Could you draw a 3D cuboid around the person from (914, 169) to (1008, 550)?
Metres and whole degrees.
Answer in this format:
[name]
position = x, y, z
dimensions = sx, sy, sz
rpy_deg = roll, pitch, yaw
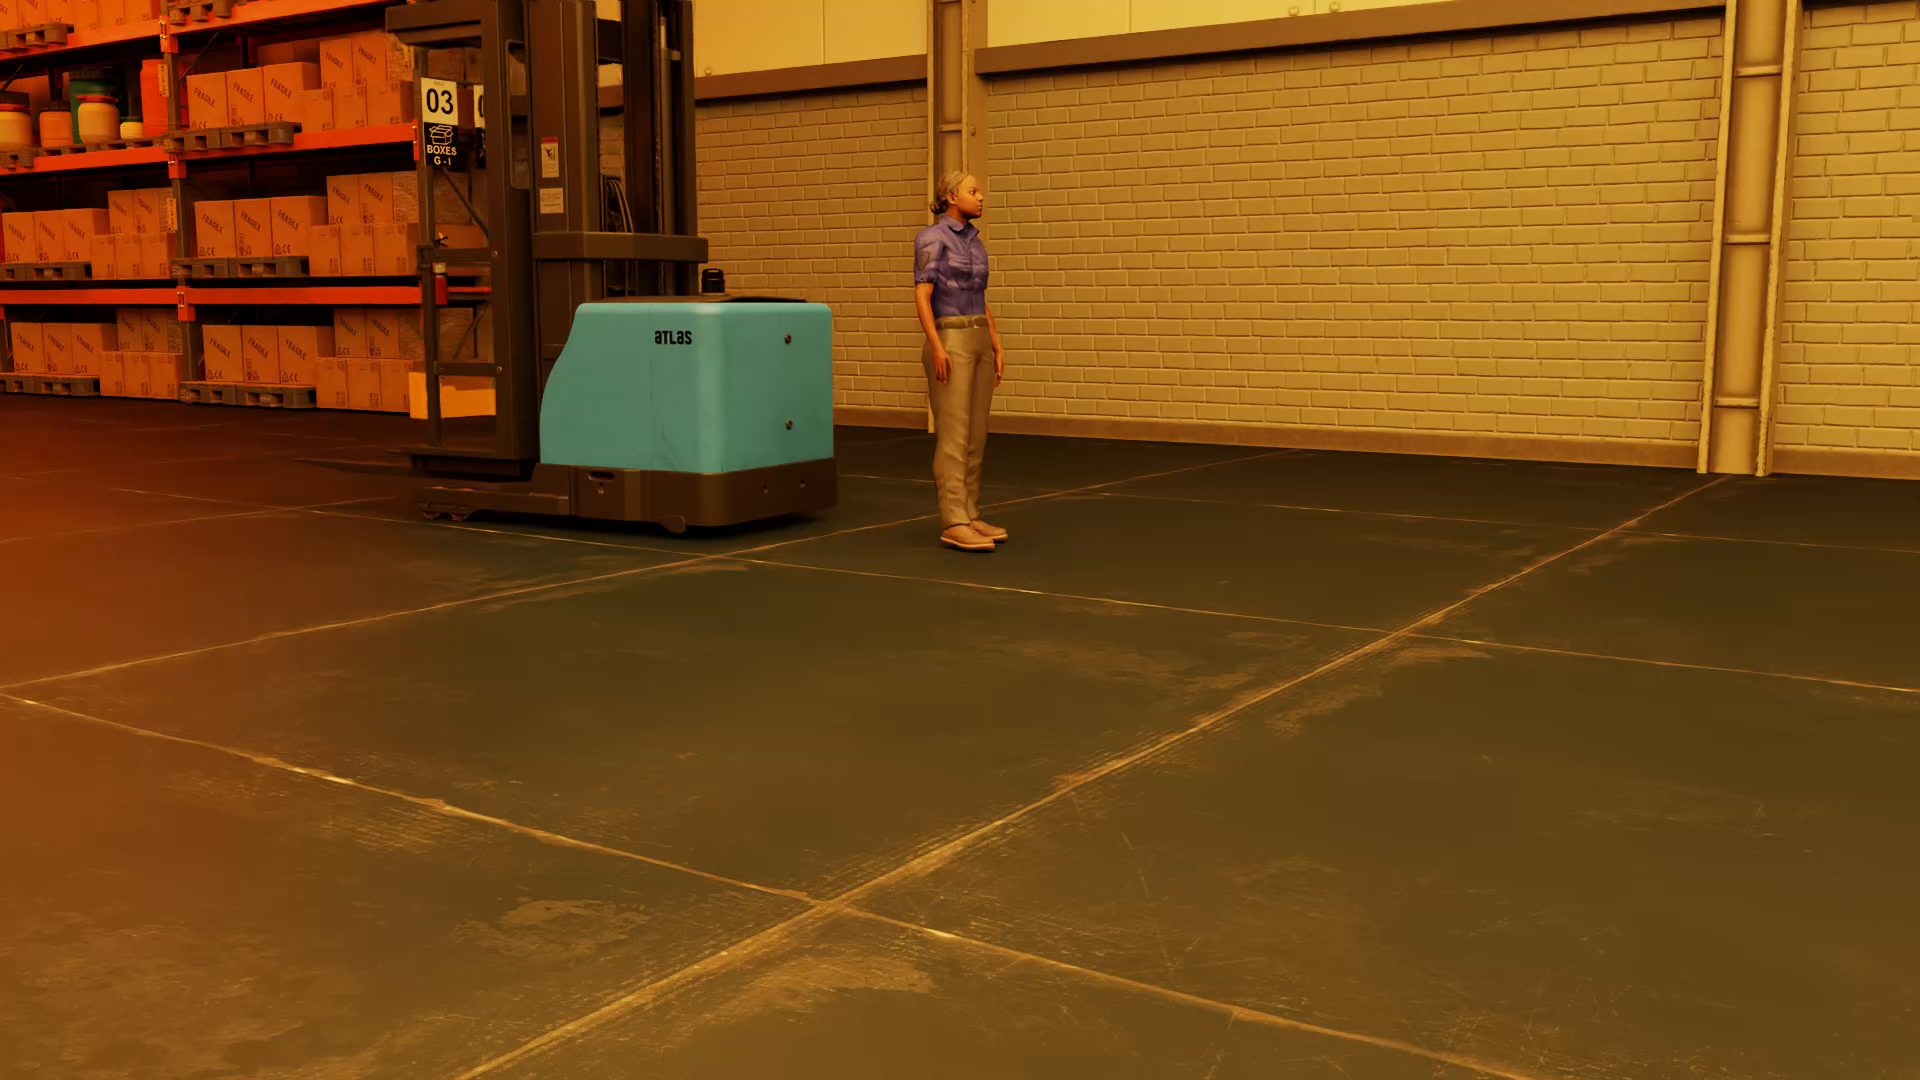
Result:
[person]
position = 0.062, -0.817, 7.421
dimensions = 0.503, 1.656, 0.569
rpy_deg = 5, 10, 34

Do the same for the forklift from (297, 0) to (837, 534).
[forklift]
position = -2.154, -1.605, 8.476
dimensions = 3.031, 2.935, 1.130
rpy_deg = 5, 9, 29
